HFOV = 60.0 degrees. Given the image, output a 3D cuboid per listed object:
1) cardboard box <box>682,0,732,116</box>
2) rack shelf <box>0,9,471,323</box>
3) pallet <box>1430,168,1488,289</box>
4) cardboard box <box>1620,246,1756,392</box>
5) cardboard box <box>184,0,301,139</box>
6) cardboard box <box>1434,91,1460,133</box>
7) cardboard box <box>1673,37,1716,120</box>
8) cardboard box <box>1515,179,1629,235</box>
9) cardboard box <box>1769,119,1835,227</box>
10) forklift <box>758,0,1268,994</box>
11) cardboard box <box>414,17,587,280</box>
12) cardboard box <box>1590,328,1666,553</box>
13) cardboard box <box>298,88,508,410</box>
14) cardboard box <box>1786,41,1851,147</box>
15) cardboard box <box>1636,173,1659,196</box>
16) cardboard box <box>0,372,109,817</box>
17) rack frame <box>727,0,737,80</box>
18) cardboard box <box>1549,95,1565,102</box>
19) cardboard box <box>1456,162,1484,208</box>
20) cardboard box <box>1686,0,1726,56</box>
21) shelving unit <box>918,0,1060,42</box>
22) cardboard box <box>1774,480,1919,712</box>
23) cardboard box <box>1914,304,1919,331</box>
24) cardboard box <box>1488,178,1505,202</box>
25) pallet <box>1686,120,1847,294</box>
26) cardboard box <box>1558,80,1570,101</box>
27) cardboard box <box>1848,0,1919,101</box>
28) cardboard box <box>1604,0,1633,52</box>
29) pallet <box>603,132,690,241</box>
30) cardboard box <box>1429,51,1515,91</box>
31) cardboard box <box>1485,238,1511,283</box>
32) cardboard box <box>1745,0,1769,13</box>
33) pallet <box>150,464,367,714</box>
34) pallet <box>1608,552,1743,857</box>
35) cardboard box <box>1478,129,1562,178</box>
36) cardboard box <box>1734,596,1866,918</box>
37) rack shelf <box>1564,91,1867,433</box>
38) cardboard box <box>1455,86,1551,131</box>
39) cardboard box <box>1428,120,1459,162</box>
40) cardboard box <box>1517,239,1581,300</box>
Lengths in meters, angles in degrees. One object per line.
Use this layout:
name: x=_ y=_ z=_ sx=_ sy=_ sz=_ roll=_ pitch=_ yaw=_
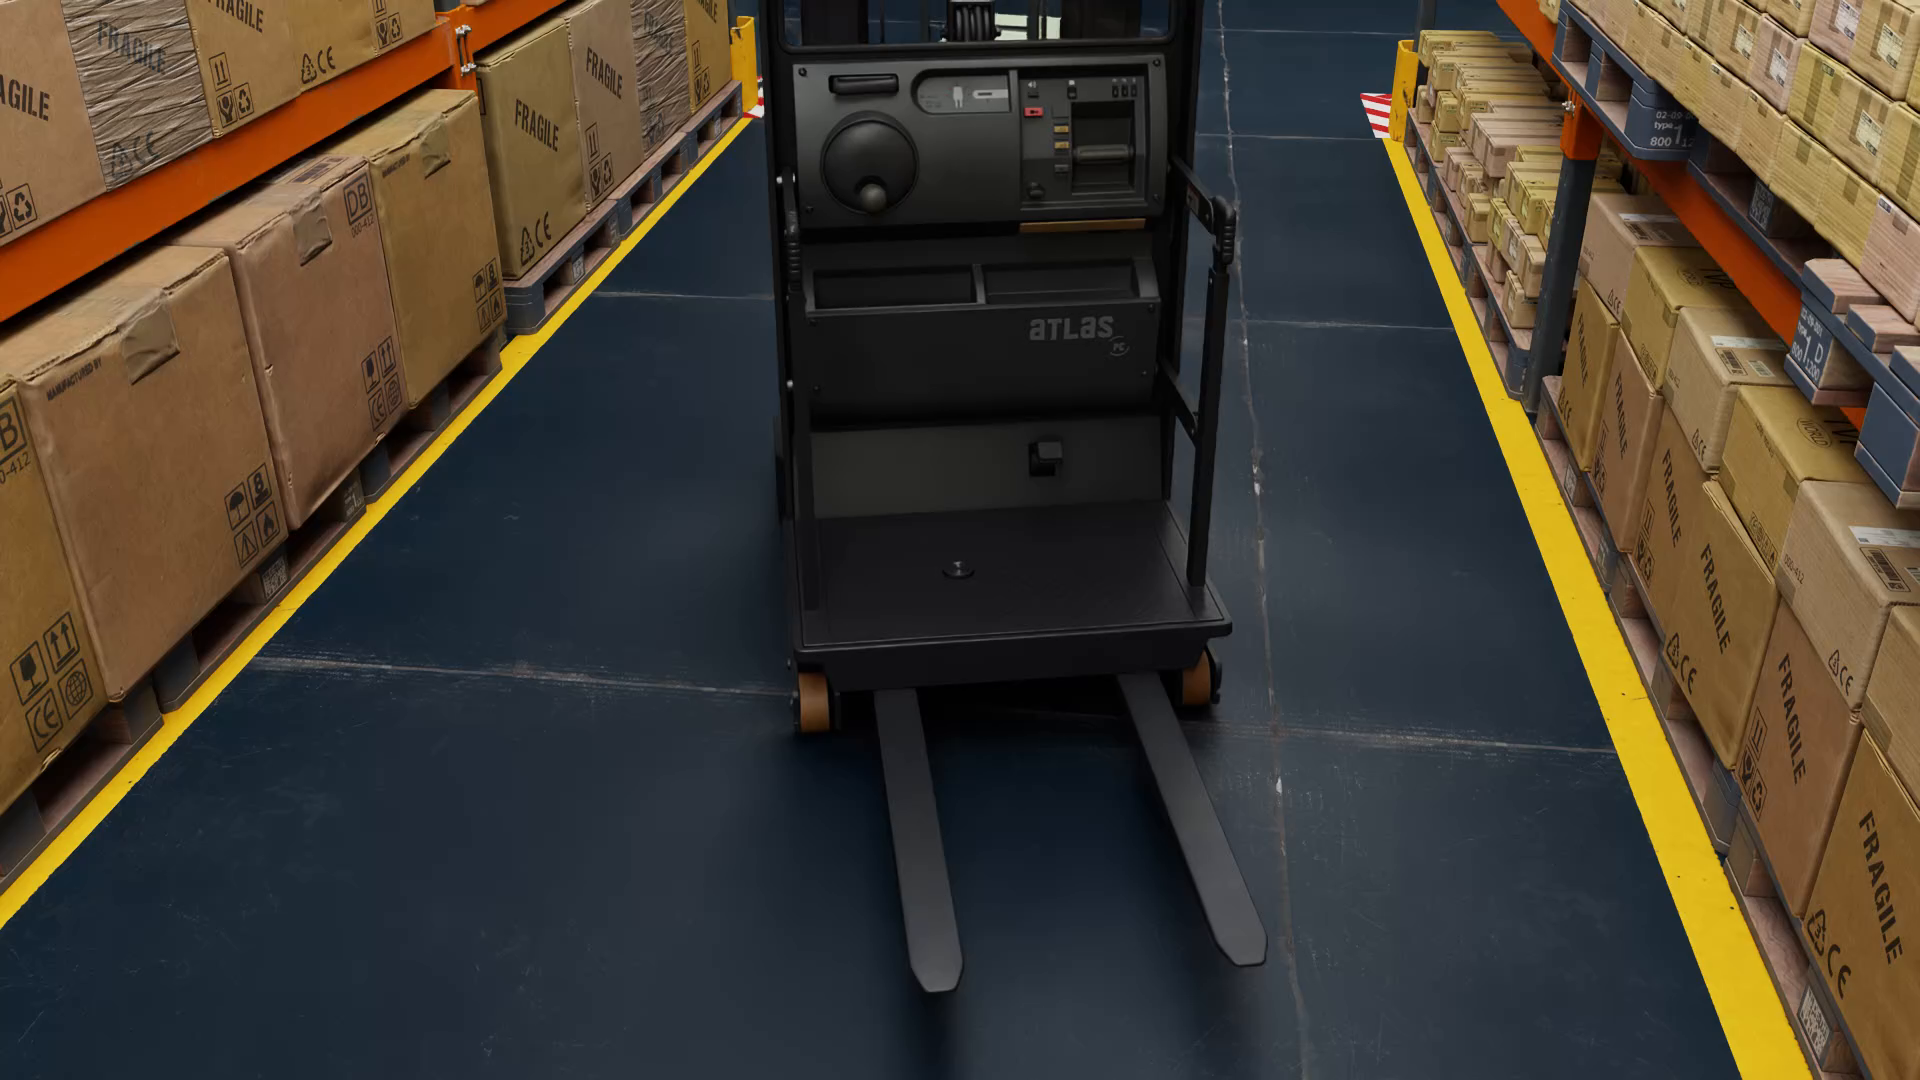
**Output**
cardboard box: x=-1.841 y=-2.939 z=9.340 sx=0.875 sy=0.875 sz=0.875 roll=3 pitch=28 yaw=6
rack shelf: x=-2.577 y=-0.855 z=4.432 sx=1.077 sy=0.370 sz=4.000 roll=3 pitch=28 yaw=6
pallet: x=2.773 y=-1.443 z=7.707 sx=1.003 sy=0.211 sz=1.213 roll=3 pitch=28 yaw=6
cardboard box: x=2.163 y=-0.608 z=4.618 sx=0.500 sy=0.250 sz=0.500 roll=4 pitch=29 yaw=8
cardboard box: x=-2.242 y=-1.442 z=4.658 sx=0.500 sy=0.500 sz=0.500 roll=3 pitch=28 yaw=6
cardboard box: x=2.579 y=-2.128 z=8.287 sx=0.380 sy=0.149 sz=0.250 roll=4 pitch=29 yaw=8
cardboard box: x=1.919 y=-1.078 z=3.910 sx=0.380 sy=0.149 sz=0.250 roll=3 pitch=28 yaw=5
cardboard box: x=2.356 y=-1.274 z=6.388 sx=0.380 sy=0.149 sz=0.250 roll=4 pitch=29 yaw=7
cardboard box: x=1.822 y=-0.709 z=3.226 sx=0.380 sy=0.149 sz=0.250 roll=2 pitch=28 yaw=4
forklift: x=0.084 y=-0.962 z=3.945 sx=1.130 sy=2.935 sz=3.031 roll=-3 pitch=28 yaw=-6
cardboard box: x=-2.171 y=-1.668 z=6.981 sx=0.875 sy=0.875 sz=0.875 roll=3 pitch=28 yaw=6
cardboard box: x=2.162 y=-0.280 z=4.799 sx=0.500 sy=0.500 sz=0.500 roll=5 pitch=29 yaw=8
cardboard box: x=-2.390 y=-1.060 z=5.852 sx=1.225 sy=0.875 sz=0.875 roll=3 pitch=29 yaw=6
cardboard box: x=1.822 y=-0.843 z=3.160 sx=0.380 sy=0.149 sz=0.250 roll=3 pitch=28 yaw=6
cardboard box: x=2.901 y=-1.367 z=6.560 sx=0.380 sy=0.149 sz=0.250 roll=3 pitch=28 yaw=5
cardboard box: x=-2.717 y=0.197 z=3.519 sx=1.225 sy=0.875 sz=0.875 roll=2 pitch=28 yaw=4
rack frame: x=-1.842 y=-3.996 z=9.504 sx=1.000 sy=3.000 sz=0.127 roll=3 pitch=28 yaw=6
cardboard box: x=3.090 y=-2.090 z=8.217 sx=0.380 sy=0.149 sz=0.250 roll=3 pitch=28 yaw=6
cardboard box: x=2.511 y=-1.633 z=7.681 sx=0.380 sy=0.149 sz=0.250 roll=3 pitch=28 yaw=6
cardboard box: x=1.918 y=-1.206 z=3.834 sx=0.380 sy=0.149 sz=0.250 roll=3 pitch=28 yaw=5
shelving unit: x=0.161 y=-1.271 z=6.028 sx=0.431 sy=1.500 sz=0.755 roll=8 pitch=29 yaw=14
cardboard box: x=1.963 y=0.116 z=3.274 sx=0.500 sy=0.250 sz=0.500 roll=4 pitch=29 yaw=7
cardboard box: x=1.725 y=-0.344 z=2.548 sx=0.380 sy=0.149 sz=0.250 roll=3 pitch=28 yaw=6
cardboard box: x=2.478 y=-1.493 z=7.108 sx=0.380 sy=0.149 sz=0.250 roll=4 pitch=29 yaw=7
pallet: x=2.290 y=-0.744 z=3.670 sx=1.003 sy=0.211 sz=1.213 roll=3 pitch=28 yaw=6
cardboard box: x=3.167 y=-2.225 z=8.153 sx=0.380 sy=0.149 sz=0.250 roll=2 pitch=28 yaw=4
cardboard box: x=1.788 y=-0.855 z=2.869 sx=0.380 sy=0.149 sz=0.250 roll=4 pitch=29 yaw=8
cardboard box: x=2.011 y=-1.444 z=4.590 sx=0.380 sy=0.149 sz=0.250 roll=4 pitch=29 yaw=7
pallet: x=-2.014 y=-1.814 z=8.395 sx=1.003 sy=0.211 sz=1.213 roll=3 pitch=28 yaw=6
cardboard box: x=2.595 y=-2.377 z=8.435 sx=0.380 sy=0.149 sz=0.250 roll=3 pitch=28 yaw=6
cardboard box: x=2.372 y=-1.157 z=6.797 sx=0.380 sy=0.149 sz=0.250 roll=2 pitch=28 yaw=5
cardboard box: x=1.887 y=-1.219 z=3.544 sx=0.380 sy=0.149 sz=0.250 roll=4 pitch=29 yaw=8
pallet: x=-2.498 y=0.058 z=4.919 sx=1.003 sy=0.211 sz=1.213 roll=3 pitch=28 yaw=6
pallet: x=2.338 y=0.393 z=4.298 sx=1.003 sy=0.211 sz=1.213 roll=3 pitch=28 yaw=6
cardboard box: x=2.430 y=-1.642 z=7.071 sx=0.380 sy=0.149 sz=0.250 roll=2 pitch=28 yaw=4
cardboard box: x=1.977 y=0.452 z=3.440 sx=0.500 sy=0.500 sz=0.500 roll=4 pitch=29 yaw=8
rack shelf: x=2.334 y=-0.519 z=3.809 sx=1.077 sy=0.370 sz=4.000 roll=3 pitch=28 yaw=6
cardboard box: x=2.526 y=-2.004 z=7.743 sx=0.380 sy=0.149 sz=0.250 roll=4 pitch=29 yaw=7
cardboard box: x=2.572 y=-2.002 z=8.367 sx=0.380 sy=0.149 sz=0.250 roll=4 pitch=29 yaw=7
cardboard box: x=2.302 y=-1.004 z=6.201 sx=0.380 sy=0.149 sz=0.250 roll=4 pitch=29 yaw=7
